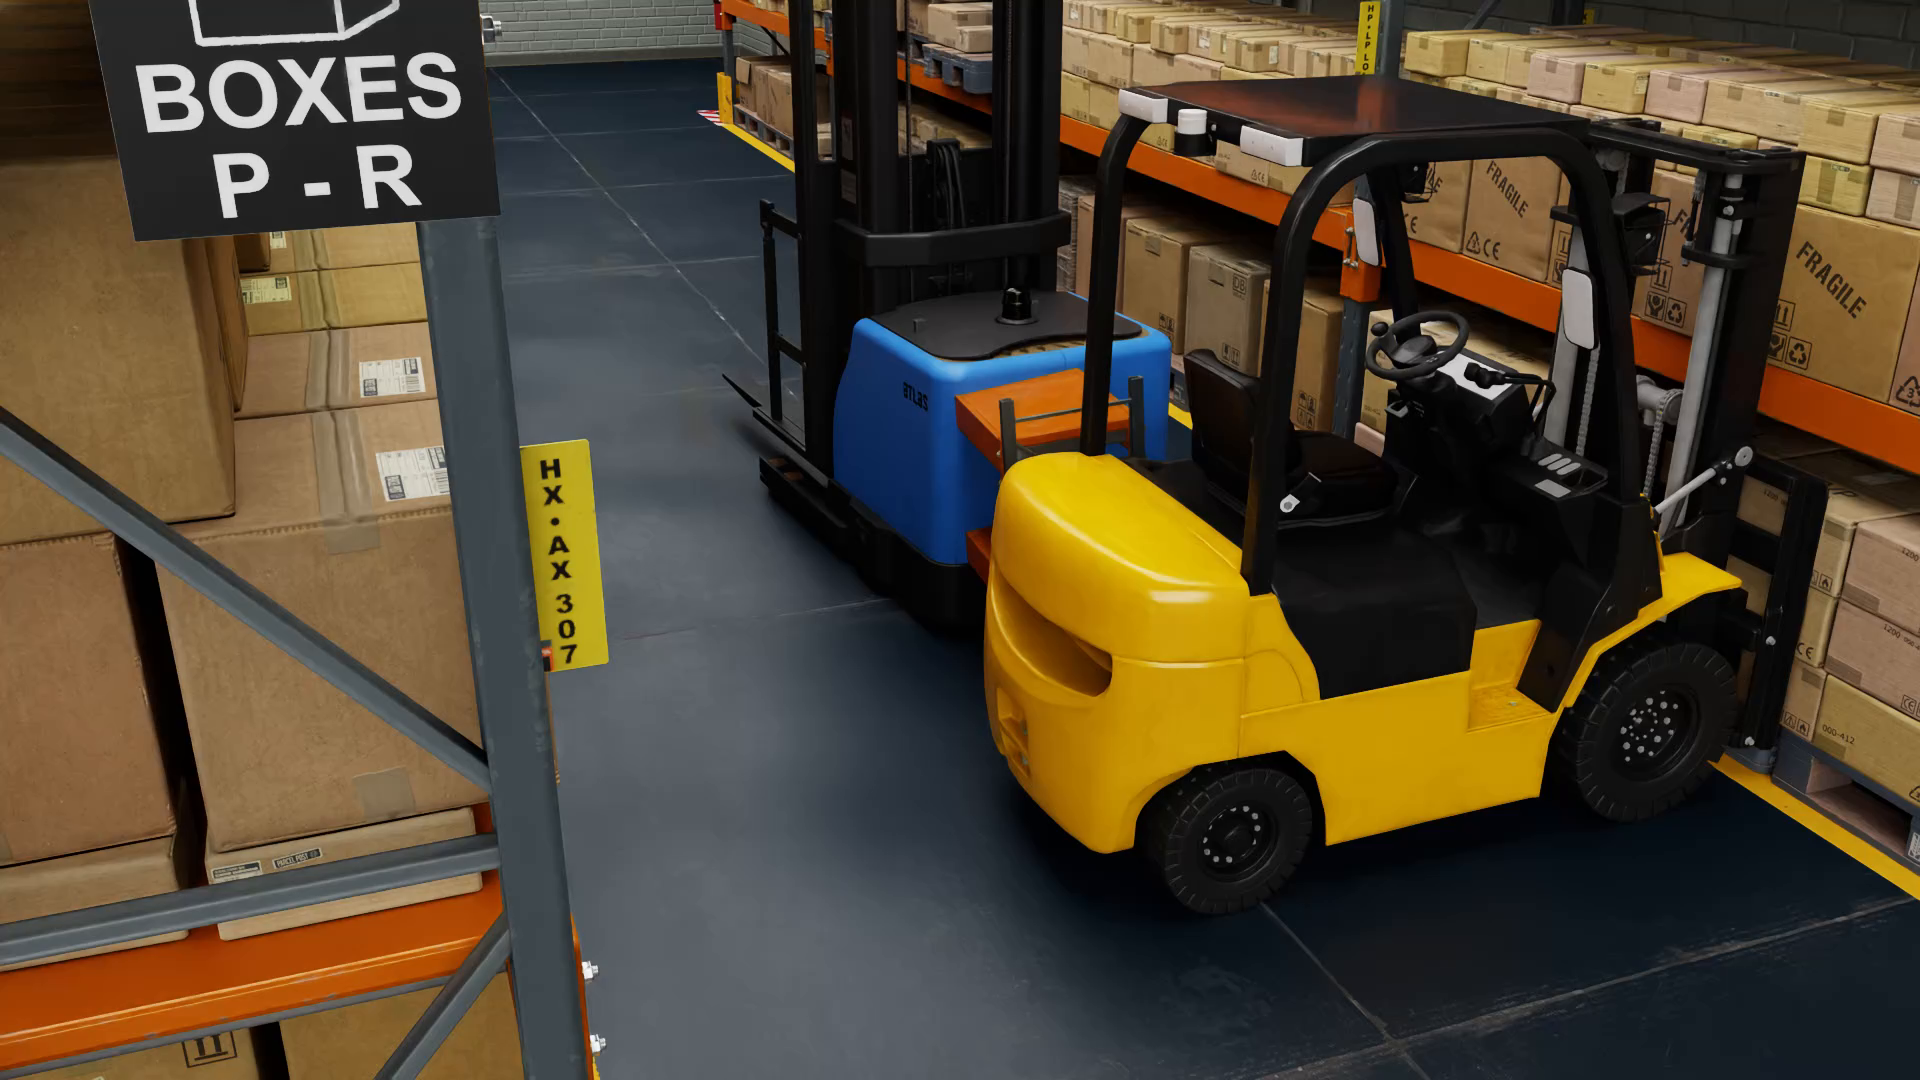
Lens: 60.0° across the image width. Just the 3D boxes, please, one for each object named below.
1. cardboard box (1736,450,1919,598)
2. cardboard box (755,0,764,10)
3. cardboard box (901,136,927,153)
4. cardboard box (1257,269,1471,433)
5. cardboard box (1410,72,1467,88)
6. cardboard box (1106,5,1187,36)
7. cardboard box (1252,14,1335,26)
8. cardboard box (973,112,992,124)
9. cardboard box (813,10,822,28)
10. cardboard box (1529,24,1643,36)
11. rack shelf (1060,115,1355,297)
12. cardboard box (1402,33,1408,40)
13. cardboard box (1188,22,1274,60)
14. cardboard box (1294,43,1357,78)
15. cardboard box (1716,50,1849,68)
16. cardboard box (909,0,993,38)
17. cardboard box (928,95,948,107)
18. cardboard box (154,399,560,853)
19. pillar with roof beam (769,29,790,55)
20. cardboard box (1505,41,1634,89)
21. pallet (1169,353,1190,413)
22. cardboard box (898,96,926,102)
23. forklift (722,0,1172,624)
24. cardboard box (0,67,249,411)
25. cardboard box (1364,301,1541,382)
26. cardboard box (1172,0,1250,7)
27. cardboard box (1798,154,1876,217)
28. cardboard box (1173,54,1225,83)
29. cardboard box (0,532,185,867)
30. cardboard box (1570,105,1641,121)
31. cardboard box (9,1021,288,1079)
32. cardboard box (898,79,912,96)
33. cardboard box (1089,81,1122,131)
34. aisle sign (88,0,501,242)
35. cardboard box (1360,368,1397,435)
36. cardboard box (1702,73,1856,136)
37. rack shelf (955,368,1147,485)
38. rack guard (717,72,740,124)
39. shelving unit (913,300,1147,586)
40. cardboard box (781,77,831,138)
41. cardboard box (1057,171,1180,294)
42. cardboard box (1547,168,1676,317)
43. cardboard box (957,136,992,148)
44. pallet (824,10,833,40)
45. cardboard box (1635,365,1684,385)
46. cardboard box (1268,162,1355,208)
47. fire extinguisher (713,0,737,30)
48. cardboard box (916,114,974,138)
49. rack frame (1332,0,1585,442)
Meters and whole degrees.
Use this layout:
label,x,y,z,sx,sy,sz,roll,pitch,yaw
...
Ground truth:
label,x,y,z,sx,sy,sz,roll,pitch,yaw
cardboard box,2.776,-0.062,5.247,0.500,0.250,0.500,-8,24,-18
cardboard box,-1.780,-5.249,16.166,0.380,0.149,0.250,-9,24,-20
cardboard box,-0.128,-2.815,12.745,0.500,0.500,0.500,-9,25,-21
cardboard box,1.996,-0.924,8.098,0.875,0.625,0.625,-7,24,-17
cardboard box,2.057,-1.830,6.766,0.380,0.149,0.250,-9,24,-20
cardboard box,1.046,-2.912,9.333,0.380,0.149,0.250,-8,24,-18
cardboard box,1.772,-2.699,8.829,0.380,0.149,0.250,-8,24,-19
cardboard box,0.323,-3.230,12.893,0.380,0.149,0.250,-9,25,-21
cardboard box,-1.096,-4.601,14.627,0.380,0.149,0.250,-8,24,-18
cardboard box,2.586,-2.044,6.892,0.380,0.149,0.250,-8,24,-19
rack shelf,1.484,-2.032,9.136,1.077,0.370,4.000,-8,24,-19
cardboard box,2.134,-2.335,7.963,0.380,0.149,0.250,-8,24,-19
cardboard box,1.383,-2.536,8.440,0.380,0.149,0.250,-8,24,-19
cardboard box,1.754,-2.167,7.565,0.380,0.149,0.250,-9,24,-20
cardboard box,2.962,-1.674,6.013,0.380,0.149,0.250,-9,24,-20
cardboard box,0.028,-3.899,11.965,0.797,0.503,0.637,-9,24,-20
cardboard box,-0.044,-3.608,13.791,0.380,0.149,0.250,-8,24,-18
cardboard box,-0.946,0.106,2.626,0.500,0.500,0.500,-9,24,-20
pillar with roof beam,-6.185,-9.274,17.668,9.100,9.000,0.400,-8,24,-19
cardboard box,2.301,-1.788,6.284,0.380,0.149,0.250,-9,24,-20
pallet,1.459,-1.058,9.489,1.003,0.211,1.213,-8,24,-19
cardboard box,-0.486,-3.536,13.619,0.380,0.149,0.250,-10,25,-22
forklift,-0.281,-1.569,7.199,1.130,2.935,3.031,-11,25,-24
cardboard box,-1.595,-0.486,2.741,0.700,0.500,0.500,-8,24,-18
cardboard box,2.068,-0.805,7.011,0.500,0.250,0.500,-9,24,-20
cardboard box,1.465,-3.083,9.739,0.380,0.149,0.250,-9,24,-20
cardboard box,2.743,-1.079,4.984,0.380,0.149,0.250,-8,24,-19
cardboard box,1.415,-2.314,8.428,0.500,0.250,0.500,-8,24,-18
cardboard box,-1.488,0.156,2.505,0.500,0.500,0.500,-9,24,-20
cardboard box,2.377,-1.450,5.864,0.380,0.149,0.250,-9,24,-20
cardboard box,-1.565,0.972,3.117,0.500,0.500,0.500,-8,24,-19
cardboard box,-0.621,-3.767,13.784,0.380,0.149,0.250,-10,25,-22
cardboard box,1.067,-2.457,9.410,0.500,0.250,0.500,-9,25,-21
aisle sign,-0.727,-0.719,1.747,0.394,0.787,0.004,-8,24,-19
cardboard box,2.073,-0.576,7.110,0.500,0.250,0.500,-8,24,-19
cardboard box,2.660,-1.417,5.403,0.380,0.149,0.250,-8,24,-19
rack shelf,0.236,-0.446,6.057,0.538,0.278,1.000,-11,25,-14
rack guard,-2.022,-4.818,18.037,1.175,0.500,0.348,-8,24,-19
shelving unit,0.256,-0.180,6.178,0.538,1.125,1.048,-11,25,-14
cardboard box,-1.289,-4.110,15.818,0.700,0.500,0.500,-9,25,-21
cardboard box,0.985,-1.961,10.558,0.875,0.625,0.625,-8,24,-17
cardboard box,2.483,-1.115,5.905,0.500,0.500,0.500,-9,24,-20
cardboard box,0.189,-2.772,11.808,0.380,0.149,0.250,-9,25,-21
pallet,-0.455,-4.150,13.481,1.003,0.211,1.213,-8,24,-19
cardboard box,2.905,-0.504,6.296,0.500,0.250,0.500,-8,24,-19
cardboard box,1.768,-1.715,7.650,0.500,0.250,0.500,-8,24,-18
fire extinguisher,-2.533,-5.780,17.680,0.296,0.674,0.183,-8,24,-19
cardboard box,-0.115,-3.158,12.722,0.380,0.149,0.250,-8,24,-19
rack frame,2.191,-1.637,7.272,1.000,3.000,0.127,-8,24,-19
